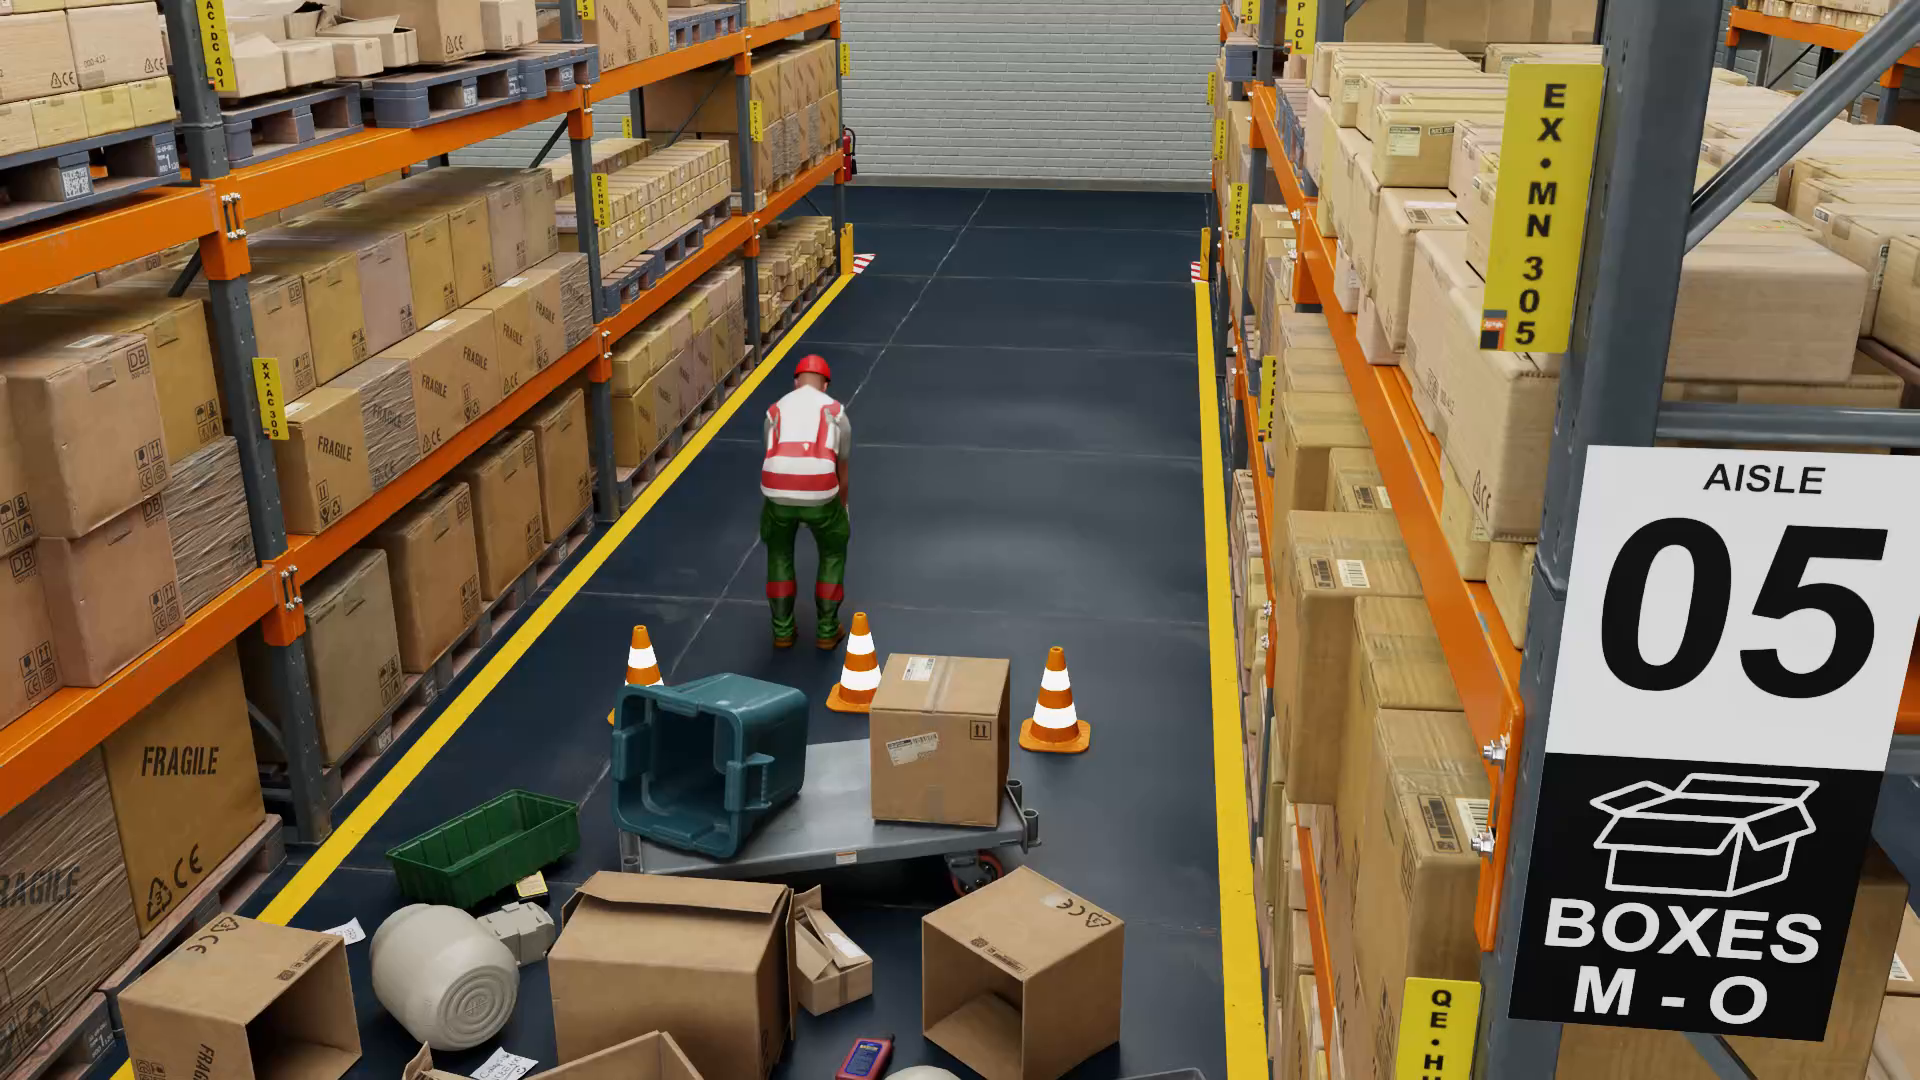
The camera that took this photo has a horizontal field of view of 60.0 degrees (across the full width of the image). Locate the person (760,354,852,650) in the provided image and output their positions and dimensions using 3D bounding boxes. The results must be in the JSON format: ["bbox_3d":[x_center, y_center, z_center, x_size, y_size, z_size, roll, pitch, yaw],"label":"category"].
[{"bbox_3d":[-0.819,-0.213,9.034,0.492,1.478,0.851,2,21,5],"label":"person"}]
